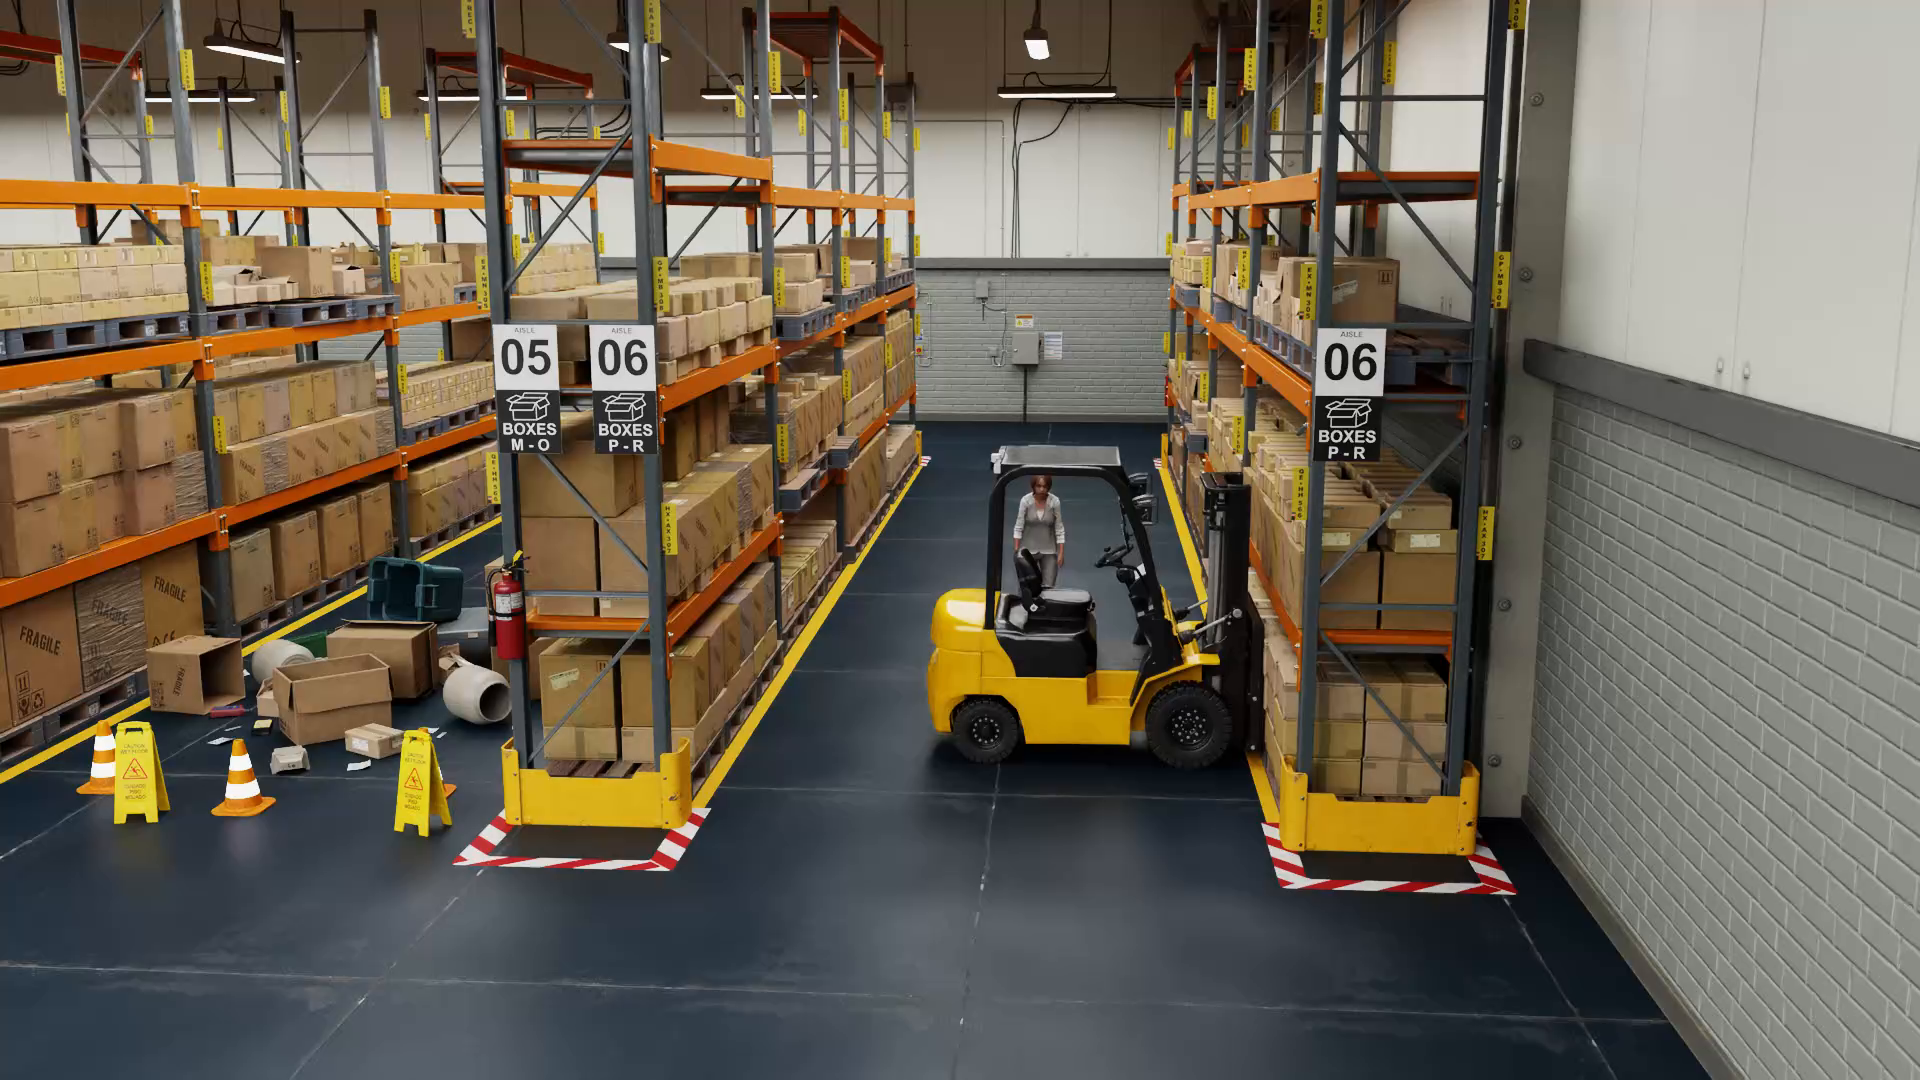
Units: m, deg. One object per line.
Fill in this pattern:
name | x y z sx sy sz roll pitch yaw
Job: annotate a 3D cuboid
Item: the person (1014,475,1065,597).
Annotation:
person | 0.716 0.146 15.207 0.483 1.594 0.341 0 11 1
